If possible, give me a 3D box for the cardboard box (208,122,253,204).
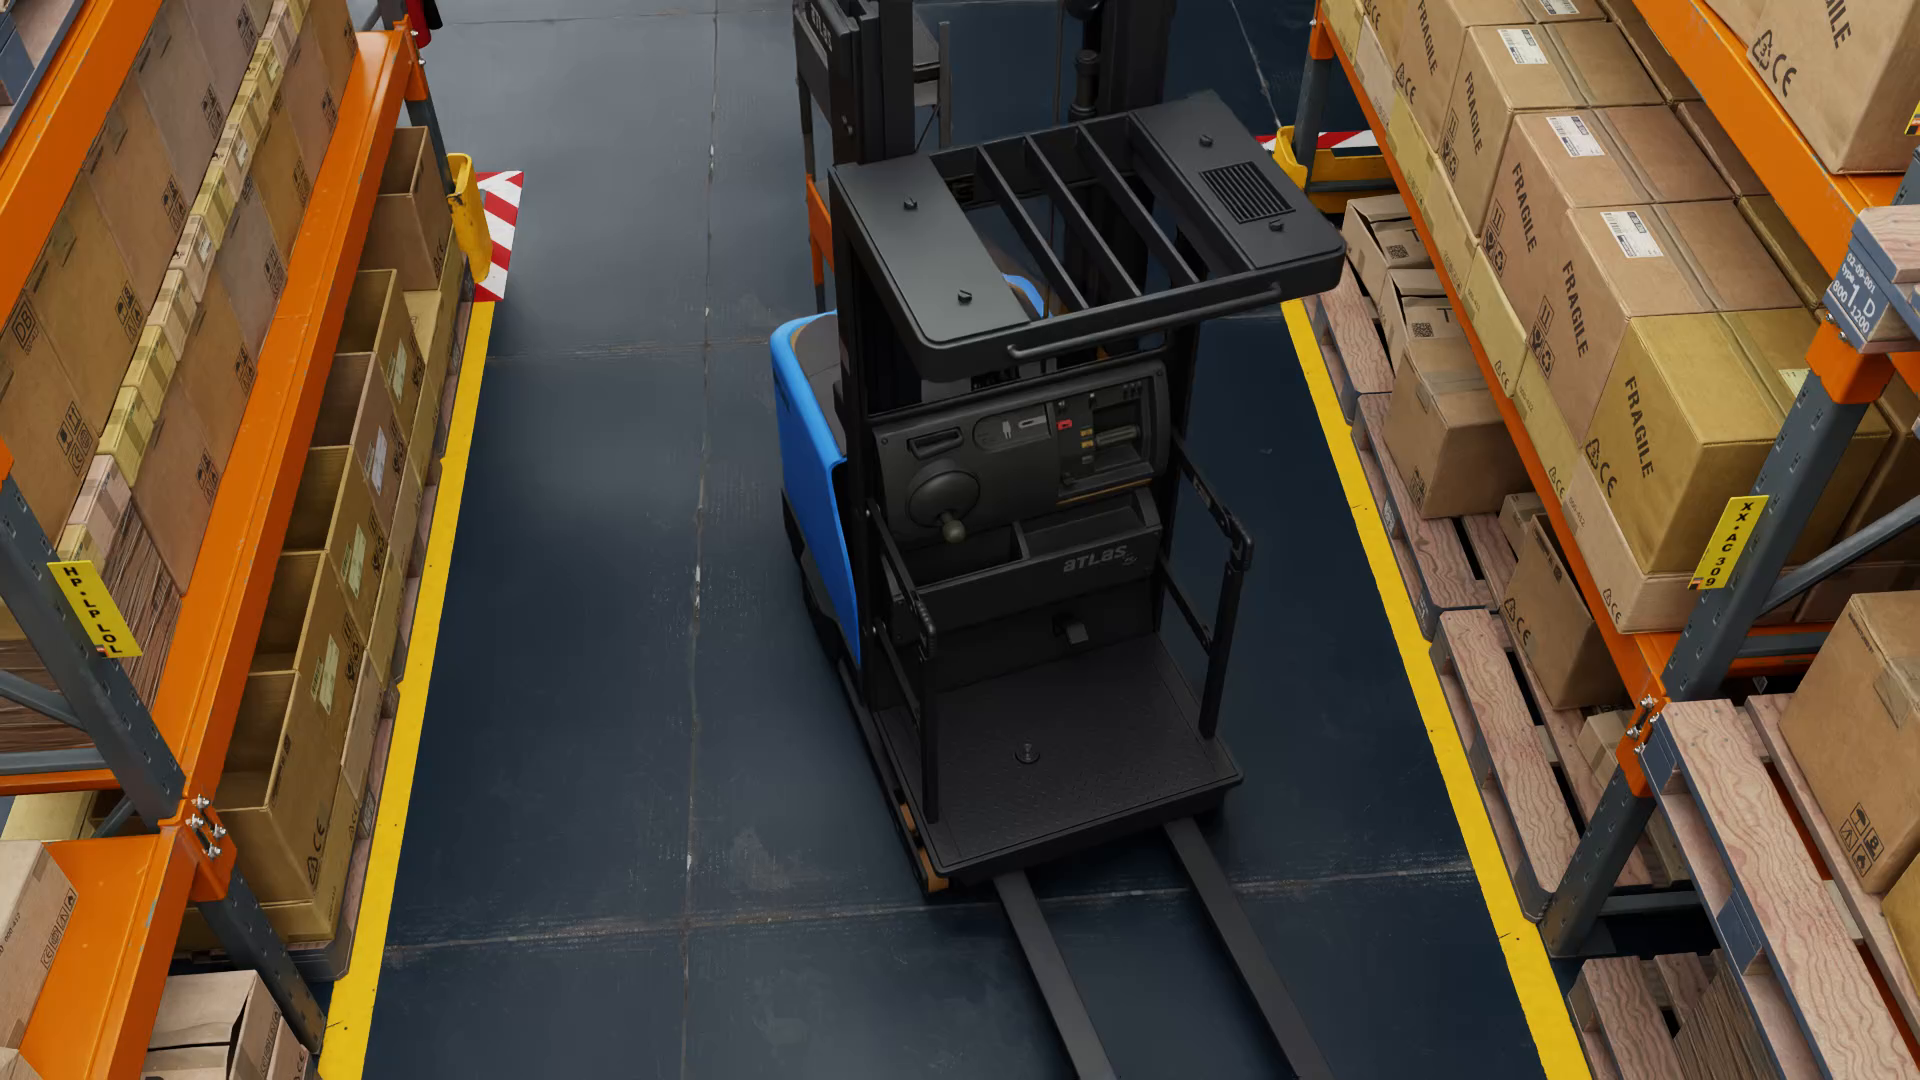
[{"bbox_3d":[-2.492,-1.192,5.298,0.380,0.149,0.250,-4,47,-4],"label":"cardboard box"}]

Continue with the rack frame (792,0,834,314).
[{"bbox_3d":[-0.392,-1.266,6.503,0.400,2.100,0.015,-15,48,-14],"label":"rack frame"}]

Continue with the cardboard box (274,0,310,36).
[{"bbox_3d":[-2.579,-1.940,6.006,0.380,0.149,0.250,-4,47,-4],"label":"cardboard box"}]

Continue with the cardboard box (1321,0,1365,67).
[{"bbox_3d":[1.815,-2.208,6.865,0.500,0.250,0.500,-5,47,-4],"label":"cardboard box"}]

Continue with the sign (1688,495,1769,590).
[{"bbox_3d":[1.885,0.009,4.079,0.100,0.325,0.005,-3,47,-3],"label":"sign"}]

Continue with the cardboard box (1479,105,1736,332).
[{"bbox_3d":[1.999,-0.994,5.198,0.500,0.500,0.500,-5,47,-4],"label":"cardboard box"}]

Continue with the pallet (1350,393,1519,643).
[{"bbox_3d":[2.229,-0.141,6.738,1.003,0.211,1.213,-3,47,-3],"label":"pallet"}]

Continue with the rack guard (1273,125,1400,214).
[{"bbox_3d":[2.097,-1.711,8.026,1.175,0.500,0.348,-3,47,-3],"label":"rack guard"}]

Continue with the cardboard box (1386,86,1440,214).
[{"bbox_3d":[1.909,-1.465,6.161,0.500,0.250,0.500,-4,47,-4],"label":"cardboard box"}]

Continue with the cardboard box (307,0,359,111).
[{"bbox_3d":[-2.819,-2.018,6.526,0.700,0.500,0.500,-3,47,-3],"label":"cardboard box"}]

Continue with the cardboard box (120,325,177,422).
[{"bbox_3d":[-2.408,-0.449,4.594,0.380,0.149,0.250,-4,47,-4],"label":"cardboard box"}]

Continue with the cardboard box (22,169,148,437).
[{"bbox_3d":[-2.598,-0.594,4.285,0.700,0.500,0.500,-4,47,-3],"label":"cardboard box"}]

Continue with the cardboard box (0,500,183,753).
[{"bbox_3d":[-2.554,0.217,4.409,0.700,0.500,0.500,-5,47,-4],"label":"cardboard box"}]

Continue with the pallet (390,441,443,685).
[{"bbox_3d":[-2.641,0.068,6.540,1.003,0.211,1.213,-3,47,-3],"label":"pallet"}]

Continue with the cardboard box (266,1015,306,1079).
[{"bbox_3d":[-2.187,1.656,4.720,0.500,0.250,0.500,-4,47,-4],"label":"cardboard box"}]

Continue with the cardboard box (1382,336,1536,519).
[{"bbox_3d":[2.118,-0.465,6.543,0.700,0.500,0.500,-6,47,-6],"label":"cardboard box"}]

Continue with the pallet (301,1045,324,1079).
[{"bbox_3d":[-2.410,2.062,4.652,1.003,0.211,1.213,-3,47,-3],"label":"pallet"}]

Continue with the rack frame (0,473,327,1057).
[{"bbox_3d":[-2.511,0.572,4.142,1.000,3.000,0.127,-3,47,-3],"label":"rack frame"}]

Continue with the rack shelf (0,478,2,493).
[{"bbox_3d":[-2.343,1.235,1.944,1.077,0.370,4.000,-3,47,-3],"label":"rack shelf"}]

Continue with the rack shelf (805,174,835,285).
[{"bbox_3d":[-0.308,-1.090,6.355,0.431,0.518,0.480,-15,48,-14],"label":"rack shelf"}]

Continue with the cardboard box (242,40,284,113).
[{"bbox_3d":[-2.538,-1.568,5.653,0.380,0.149,0.250,-2,47,-2],"label":"cardboard box"}]

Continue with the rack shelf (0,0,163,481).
[{"bbox_3d":[-2.678,-1.659,4.685,1.077,0.370,4.000,-3,47,-3],"label":"rack shelf"}]

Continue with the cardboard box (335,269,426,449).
[{"bbox_3d":[-2.406,-0.686,6.422,0.500,0.500,0.500,-3,47,-3],"label":"cardboard box"}]

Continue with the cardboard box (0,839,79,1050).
[{"bbox_3d":[-2.426,0.977,3.862,0.500,0.250,0.500,-1,47,-1],"label":"cardboard box"}]

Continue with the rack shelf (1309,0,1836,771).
[{"bbox_3d":[2.258,-0.931,6.061,1.077,0.370,4.000,-3,47,-3],"label":"rack shelf"}]

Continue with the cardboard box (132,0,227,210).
[{"bbox_3d":[-2.680,-1.318,4.970,0.700,0.500,0.500,-3,47,-3],"label":"cardboard box"}]

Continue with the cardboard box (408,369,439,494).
[{"bbox_3d":[-2.409,-0.428,6.694,0.500,0.250,0.500,-3,47,-3],"label":"cardboard box"}]

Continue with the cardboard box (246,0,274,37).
[{"bbox_3d":[-2.765,-2.045,5.659,0.700,0.500,0.500,-5,47,-4],"label":"cardboard box"}]

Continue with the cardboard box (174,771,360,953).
[{"bbox_3d":[-2.247,1.019,5.323,0.500,0.250,0.500,-3,47,-3],"label":"cardboard box"}]

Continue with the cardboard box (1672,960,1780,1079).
[{"bbox_3d":[2.504,1.508,4.674,0.700,0.500,0.500,-2,47,-2],"label":"cardboard box"}]

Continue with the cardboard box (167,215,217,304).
[{"bbox_3d":[-2.452,-0.823,4.948,0.380,0.149,0.250,-5,47,-4],"label":"cardboard box"}]

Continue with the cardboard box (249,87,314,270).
[{"bbox_3d":[-2.735,-1.278,5.826,0.700,0.500,0.500,-3,47,-3],"label":"cardboard box"}]

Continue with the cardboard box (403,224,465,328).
[{"bbox_3d":[-2.506,-1.151,7.378,0.500,0.250,0.500,-3,47,-3],"label":"cardboard box"}]

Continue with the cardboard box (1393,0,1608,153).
[{"bbox_3d":[1.899,-1.743,5.907,0.500,0.500,0.500,-5,47,-5],"label":"cardboard box"}]

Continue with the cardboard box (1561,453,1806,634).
[{"bbox_3d":[2.084,-0.011,4.784,0.500,0.250,0.500,-3,47,-3],"label":"cardboard box"}]

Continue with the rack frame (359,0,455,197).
[{"bbox_3d":[-2.846,-2.322,6.883,1.000,3.000,0.127,-3,47,-3],"label":"rack frame"}]

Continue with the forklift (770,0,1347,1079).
[{"bbox_3d":[0.277,-0.165,4.887,1.130,2.935,3.031,-15,48,-14],"label":"forklift"}]

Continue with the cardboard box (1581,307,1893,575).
[{"bbox_3d":[2.078,-0.268,4.511,0.500,0.500,0.500,-4,47,-3],"label":"cardboard box"}]

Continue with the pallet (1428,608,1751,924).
[{"bbox_3d":[2.334,0.744,5.900,1.003,0.211,1.213,-3,47,-3],"label":"pallet"}]

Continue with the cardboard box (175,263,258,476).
[{"bbox_3d":[-2.643,-0.527,5.114,0.700,0.500,0.500,-3,47,-3],"label":"cardboard box"}]

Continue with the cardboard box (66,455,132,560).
[{"bbox_3d":[-2.361,-0.073,4.237,0.380,0.149,0.250,-3,47,-3],"label":"cardboard box"}]

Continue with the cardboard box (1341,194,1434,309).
[{"bbox_3d":[2.059,-1.346,7.508,0.500,0.311,0.500,-8,47,-8],"label":"cardboard box"}]

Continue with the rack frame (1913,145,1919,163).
[{"bbox_3d":[2.425,-1.794,2.252,1.000,3.000,0.127,-3,47,-3],"label":"rack frame"}]

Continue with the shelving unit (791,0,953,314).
[{"bbox_3d":[-0.308,-1.100,6.345,0.431,2.100,0.503,-15,48,-14],"label":"shelving unit"}]

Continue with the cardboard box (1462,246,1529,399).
[{"bbox_3d":[1.993,-0.735,5.470,0.500,0.250,0.500,-4,47,-4],"label":"cardboard box"}]

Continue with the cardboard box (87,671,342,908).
[{"bbox_3d":[-2.237,0.761,5.051,0.500,0.500,0.500,-3,47,-3],"label":"cardboard box"}]

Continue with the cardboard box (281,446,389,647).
[{"bbox_3d":[-2.321,0.037,5.737,0.500,0.500,0.500,-3,47,-3],"label":"cardboard box"}]

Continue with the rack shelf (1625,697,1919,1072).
[{"bbox_3d":[2.593,1.963,3.321,1.077,0.370,4.000,-3,47,-3],"label":"rack shelf"}]

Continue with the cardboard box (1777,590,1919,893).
[{"bbox_3d":[2.434,0.453,3.883,0.700,0.500,0.500,-3,47,-3],"label":"cardboard box"}]

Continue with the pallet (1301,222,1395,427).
[{"bbox_3d":[2.130,-1.022,7.572,1.003,0.211,1.213,-3,47,-3],"label":"pallet"}]

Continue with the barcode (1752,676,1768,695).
[{"bbox_3d":[2.619,0.461,5.445,0.001,0.075,0.075,-3,47,-3],"label":"barcode"}]

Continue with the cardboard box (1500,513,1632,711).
[{"bbox_3d":[2.299,0.228,5.886,0.500,0.500,0.500,-7,47,-6],"label":"cardboard box"}]

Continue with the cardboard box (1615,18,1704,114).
[{"bbox_3d":[2.464,-1.408,5.590,0.500,0.500,0.500,-3,47,-3],"label":"cardboard box"}]

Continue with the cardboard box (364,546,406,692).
[{"bbox_3d":[-2.321,0.295,6.009,0.500,0.250,0.500,-3,47,-3],"label":"cardboard box"}]

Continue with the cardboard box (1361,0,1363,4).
[{"bbox_3d":[1.831,-2.475,6.601,0.500,0.500,0.500,-3,47,-3],"label":"cardboard box"}]

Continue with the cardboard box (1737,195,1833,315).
[{"bbox_3d":[2.555,-0.672,4.893,0.500,0.500,0.500,-4,47,-4],"label":"cardboard box"}]

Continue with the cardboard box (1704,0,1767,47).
[{"bbox_3d":[2.107,-1.521,3.976,0.500,0.500,0.500,-7,47,-7],"label":"cardboard box"}]
